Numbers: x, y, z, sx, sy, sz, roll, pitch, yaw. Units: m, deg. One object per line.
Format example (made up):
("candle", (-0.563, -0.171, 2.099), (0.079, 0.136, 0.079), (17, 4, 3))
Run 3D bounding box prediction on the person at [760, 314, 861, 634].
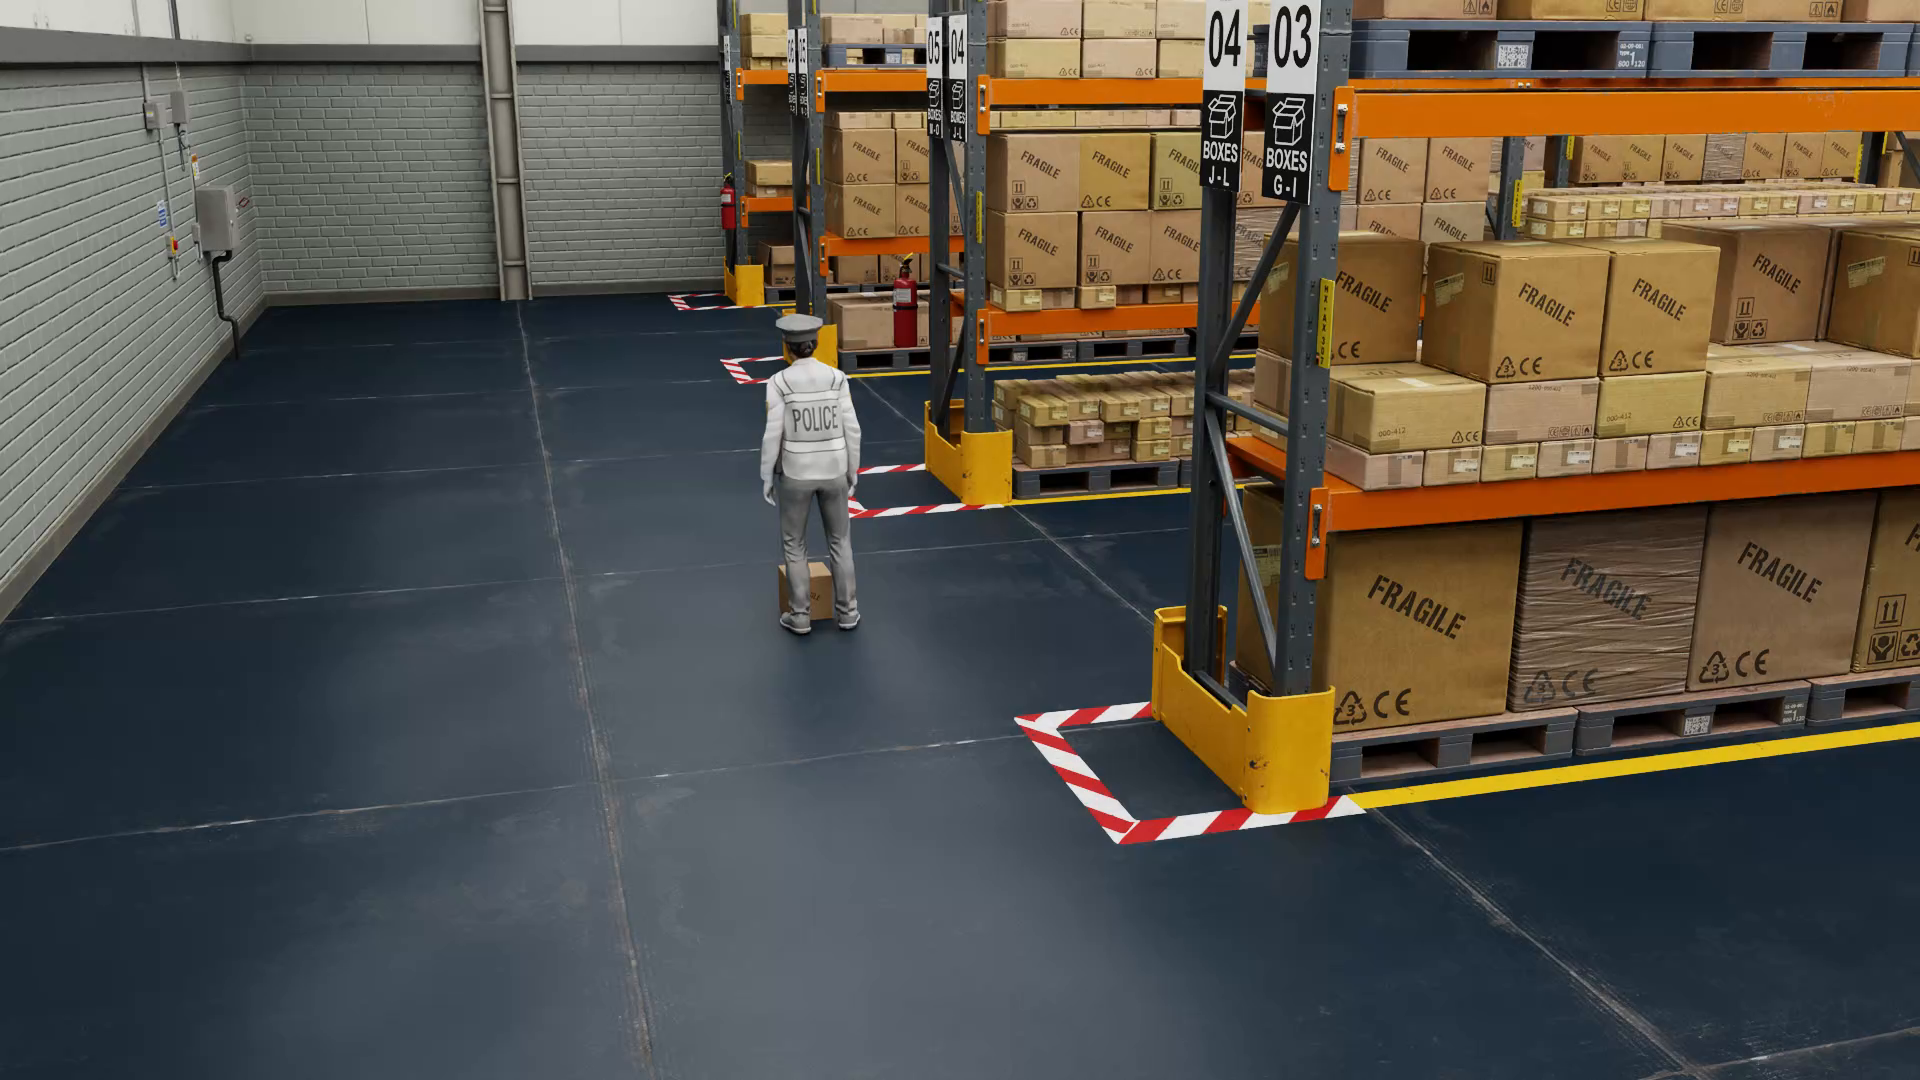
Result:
("person", (-0.775, -0.330, 8.669), (0.542, 1.662, 0.376), (-6, 17, -19))
